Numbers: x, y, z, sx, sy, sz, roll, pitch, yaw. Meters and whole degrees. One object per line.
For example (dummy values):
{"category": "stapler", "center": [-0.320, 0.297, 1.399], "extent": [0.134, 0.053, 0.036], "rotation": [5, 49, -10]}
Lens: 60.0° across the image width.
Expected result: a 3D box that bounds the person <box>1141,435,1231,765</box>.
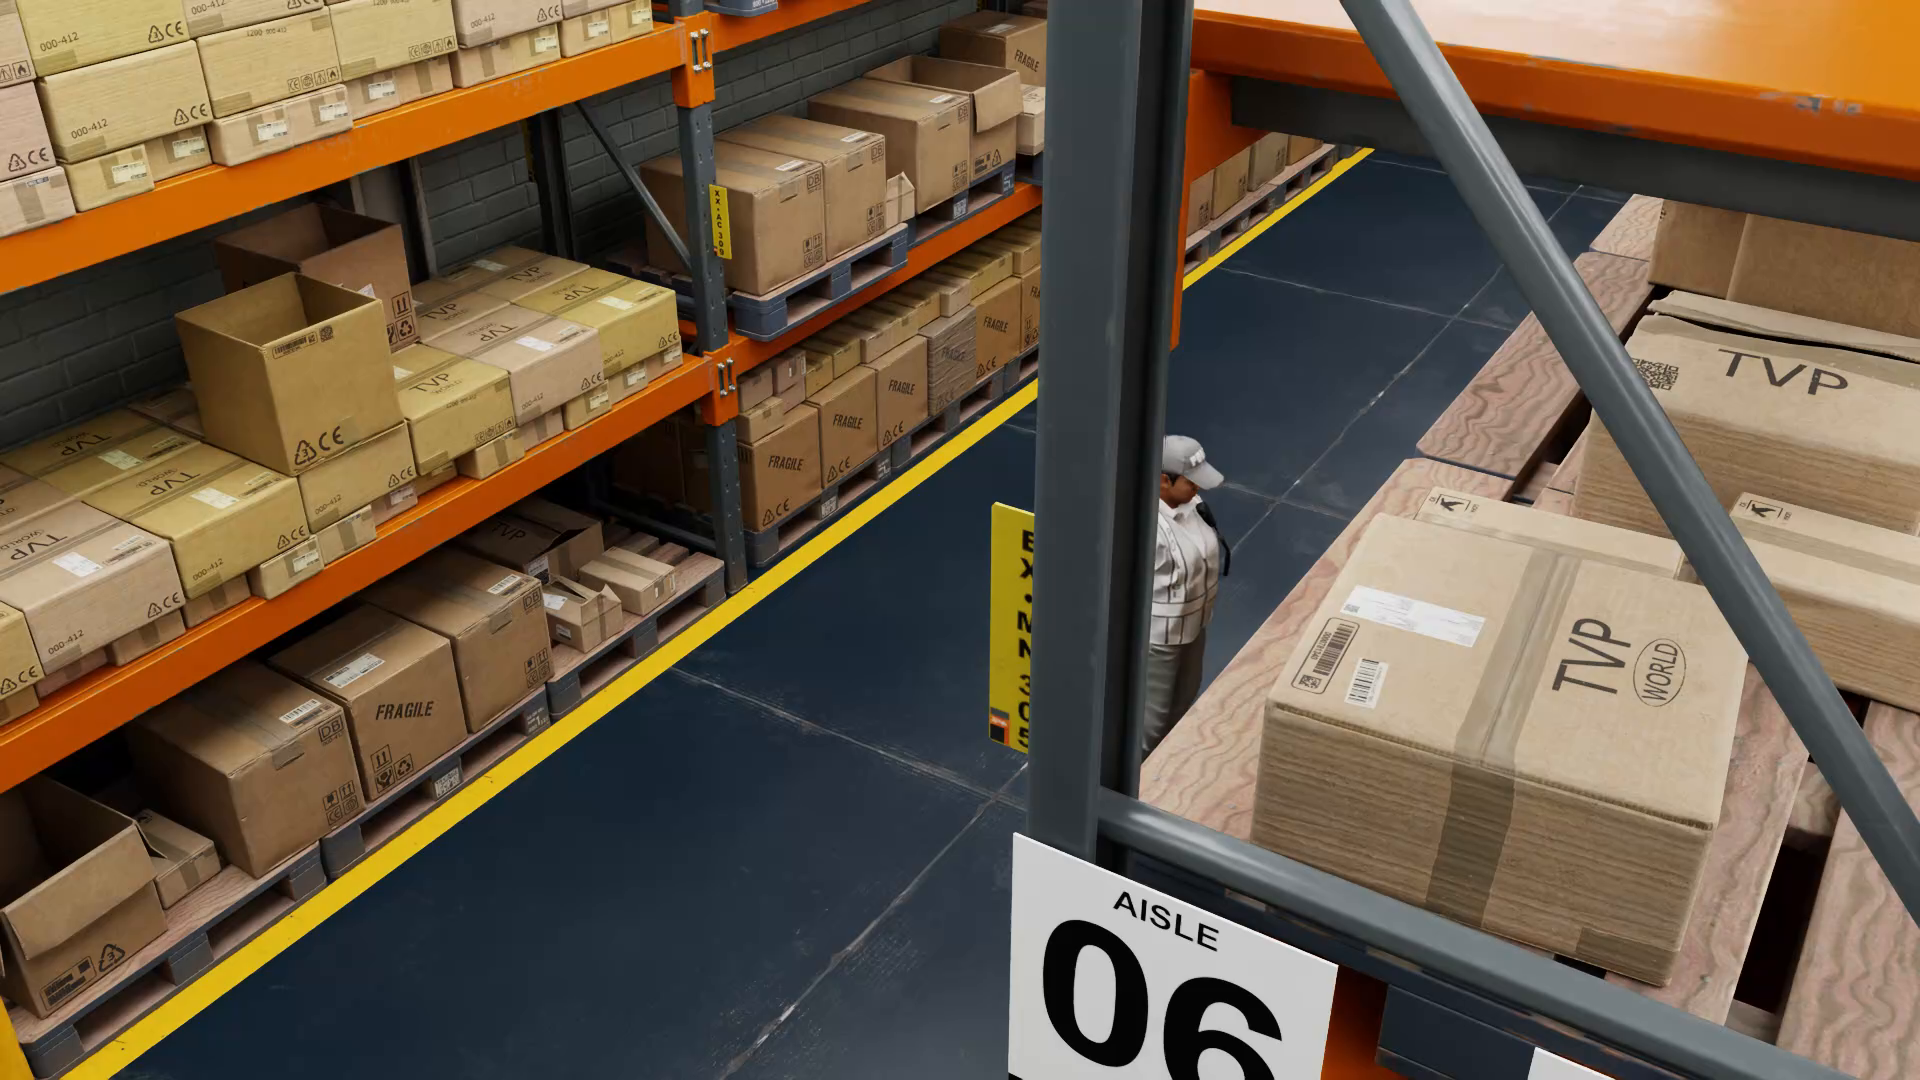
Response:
{"category": "person", "center": [0.810, 0.338, 6.579], "extent": [0.390, 1.666, 0.470], "rotation": [19, 35, 28]}
